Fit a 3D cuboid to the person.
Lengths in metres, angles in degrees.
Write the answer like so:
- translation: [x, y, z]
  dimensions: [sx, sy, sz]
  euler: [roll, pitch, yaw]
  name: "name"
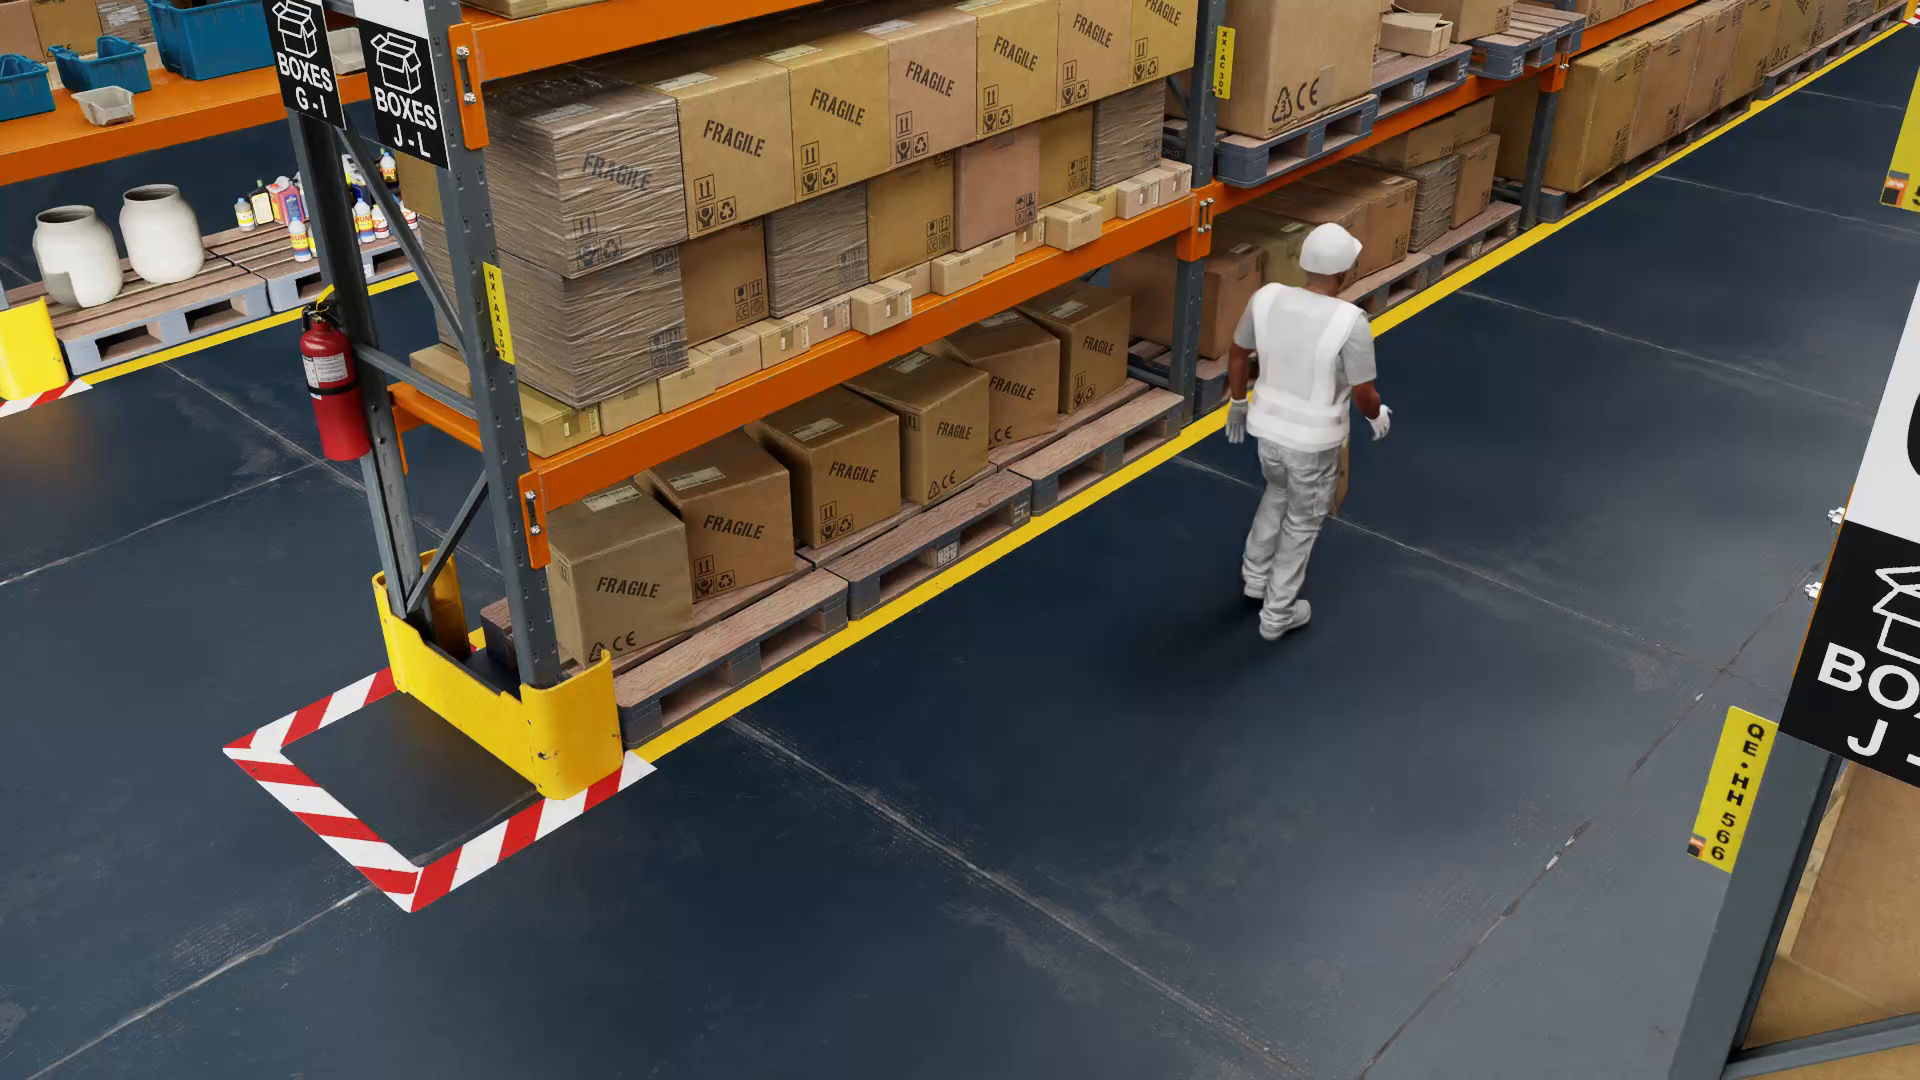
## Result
- translation: [1.427, -0.466, 6.903]
  dimensions: [0.655, 1.768, 0.538]
  euler: [27, 40, 37]
  name: "person"
